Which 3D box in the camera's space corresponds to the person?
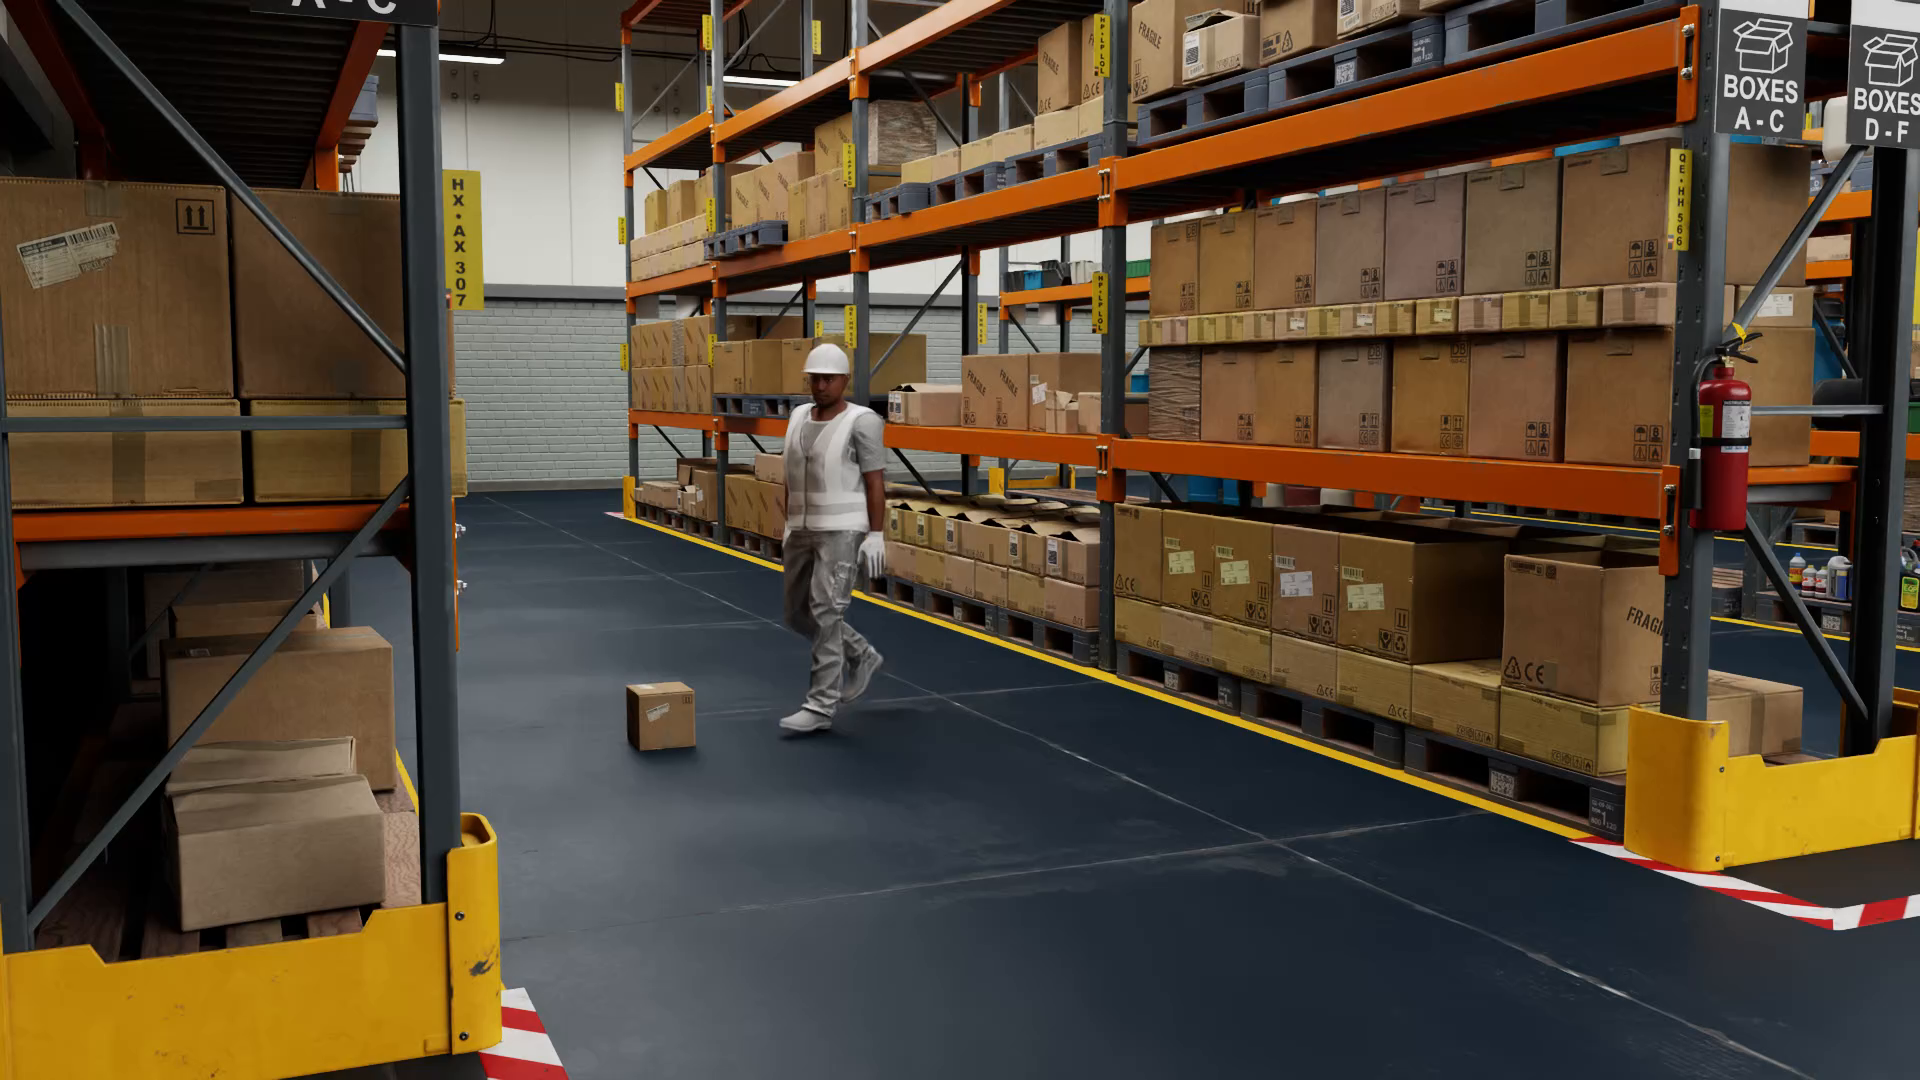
[{"bbox_3d":[-0.608,-0.025,7.773,0.592,1.774,0.779,4,7,40],"label":"person"}]
